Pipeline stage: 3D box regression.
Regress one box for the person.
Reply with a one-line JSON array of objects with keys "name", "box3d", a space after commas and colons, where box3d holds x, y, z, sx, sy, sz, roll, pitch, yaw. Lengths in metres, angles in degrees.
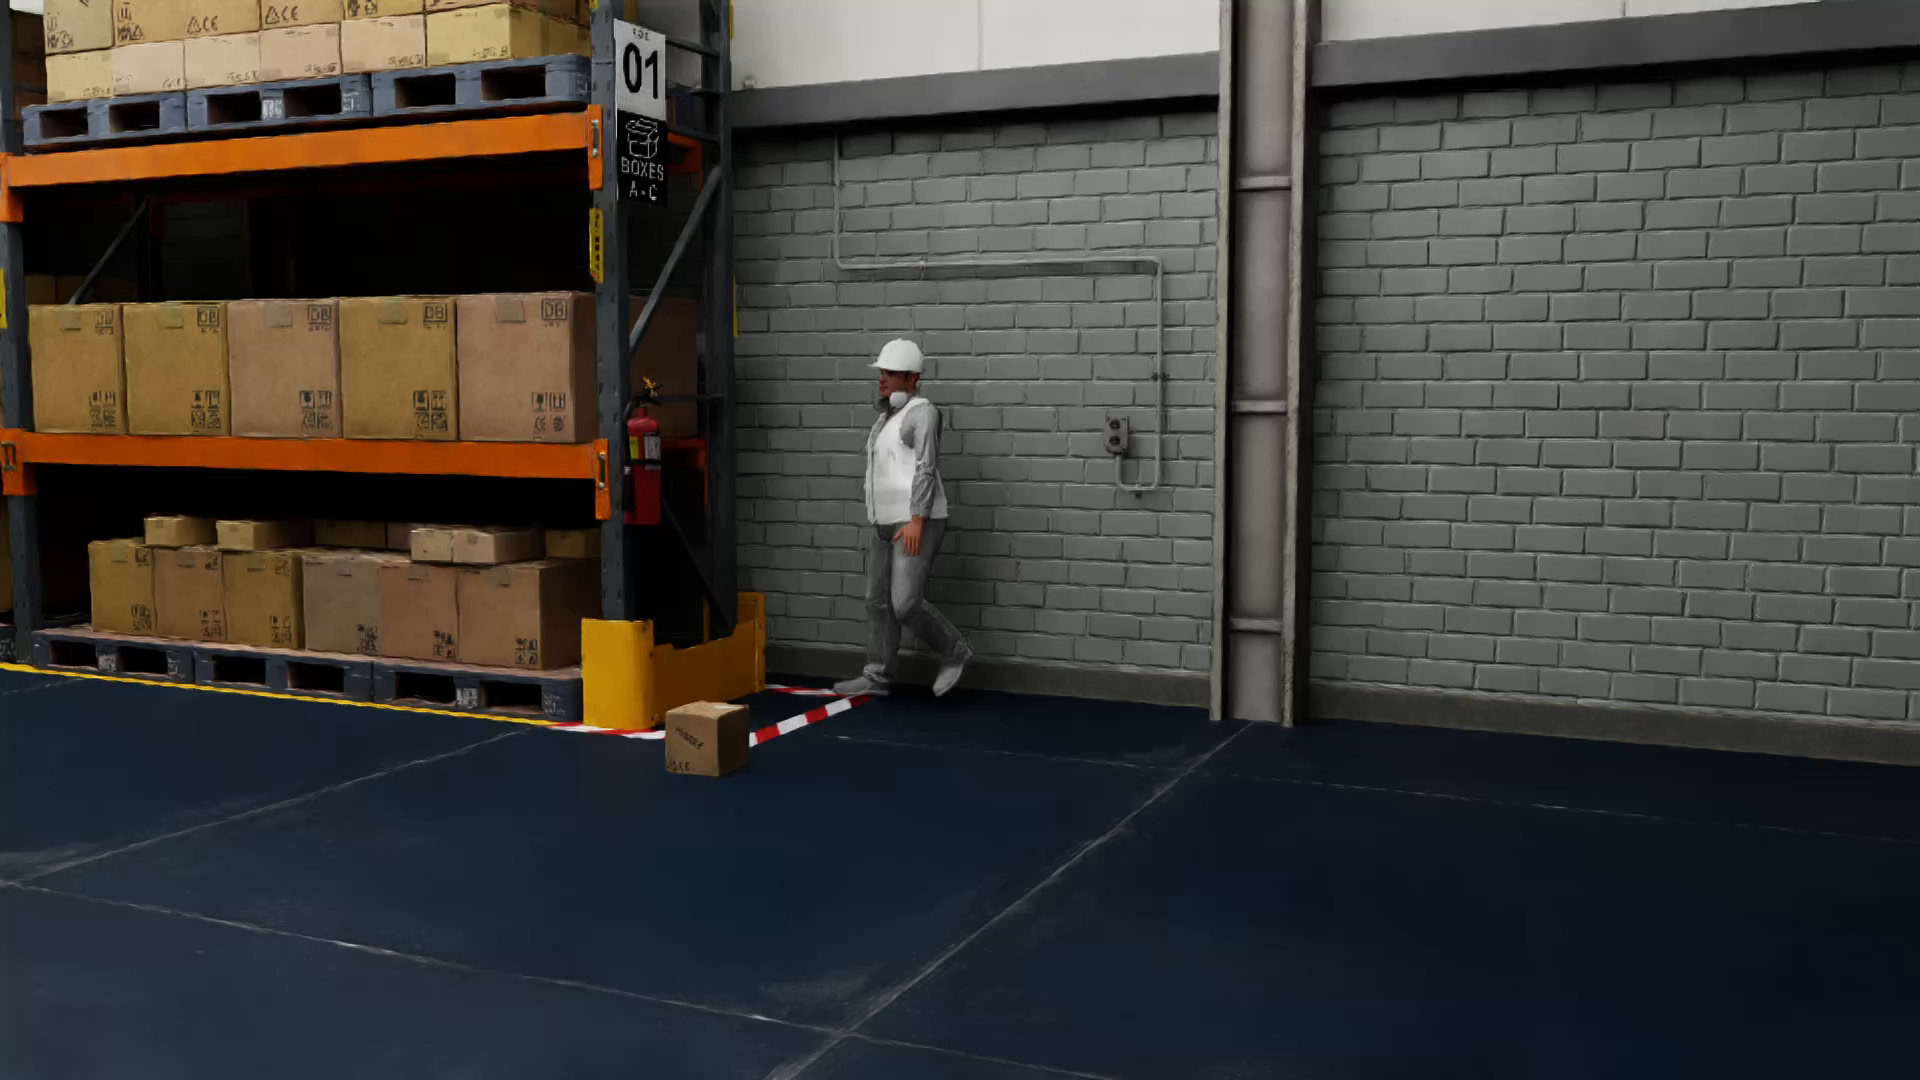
[{"name": "person", "box3d": [-0.257, -0.090, 8.131, 0.553, 1.769, 0.654, -3, 6, -29]}]
